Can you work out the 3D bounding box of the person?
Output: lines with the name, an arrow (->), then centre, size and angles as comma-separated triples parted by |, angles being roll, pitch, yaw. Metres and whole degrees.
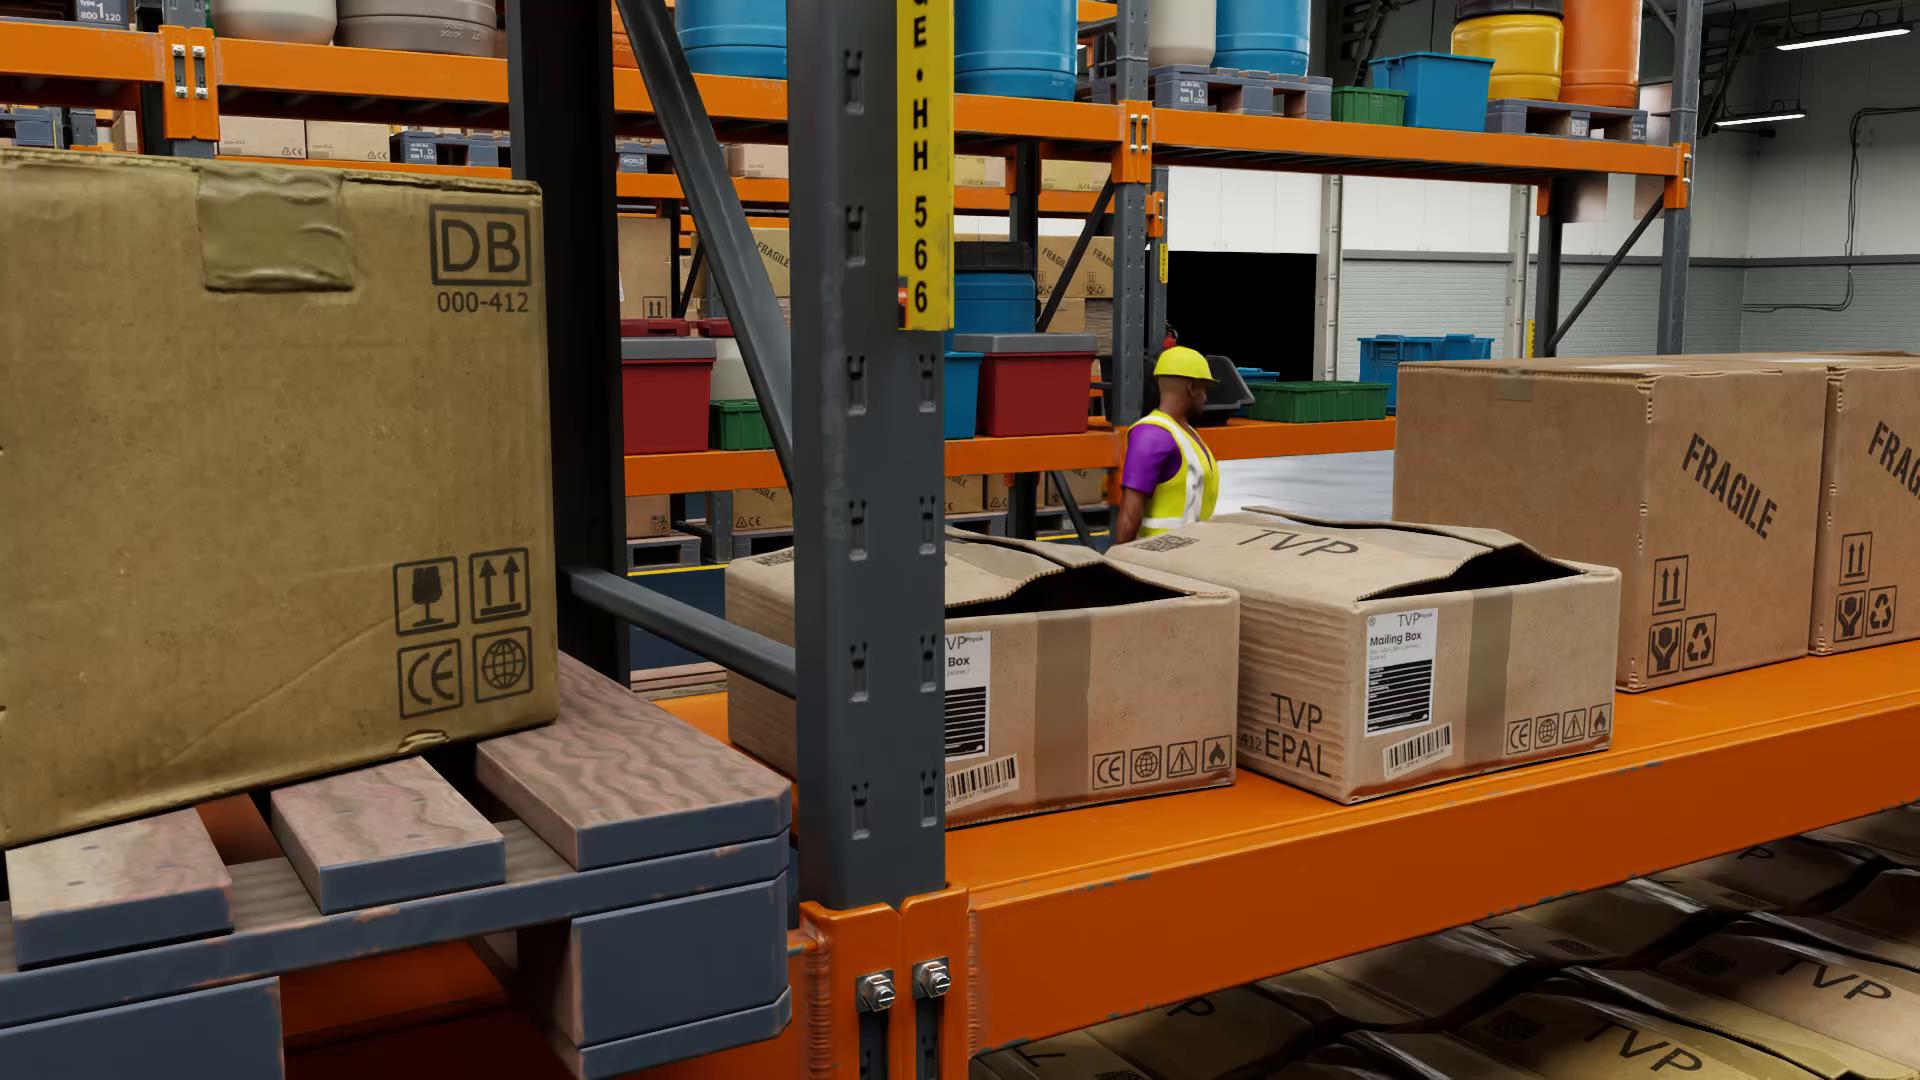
person -> 0.903, 0.078, 6.678 | 1.016, 1.699, 0.640 | 2, 8, 16
